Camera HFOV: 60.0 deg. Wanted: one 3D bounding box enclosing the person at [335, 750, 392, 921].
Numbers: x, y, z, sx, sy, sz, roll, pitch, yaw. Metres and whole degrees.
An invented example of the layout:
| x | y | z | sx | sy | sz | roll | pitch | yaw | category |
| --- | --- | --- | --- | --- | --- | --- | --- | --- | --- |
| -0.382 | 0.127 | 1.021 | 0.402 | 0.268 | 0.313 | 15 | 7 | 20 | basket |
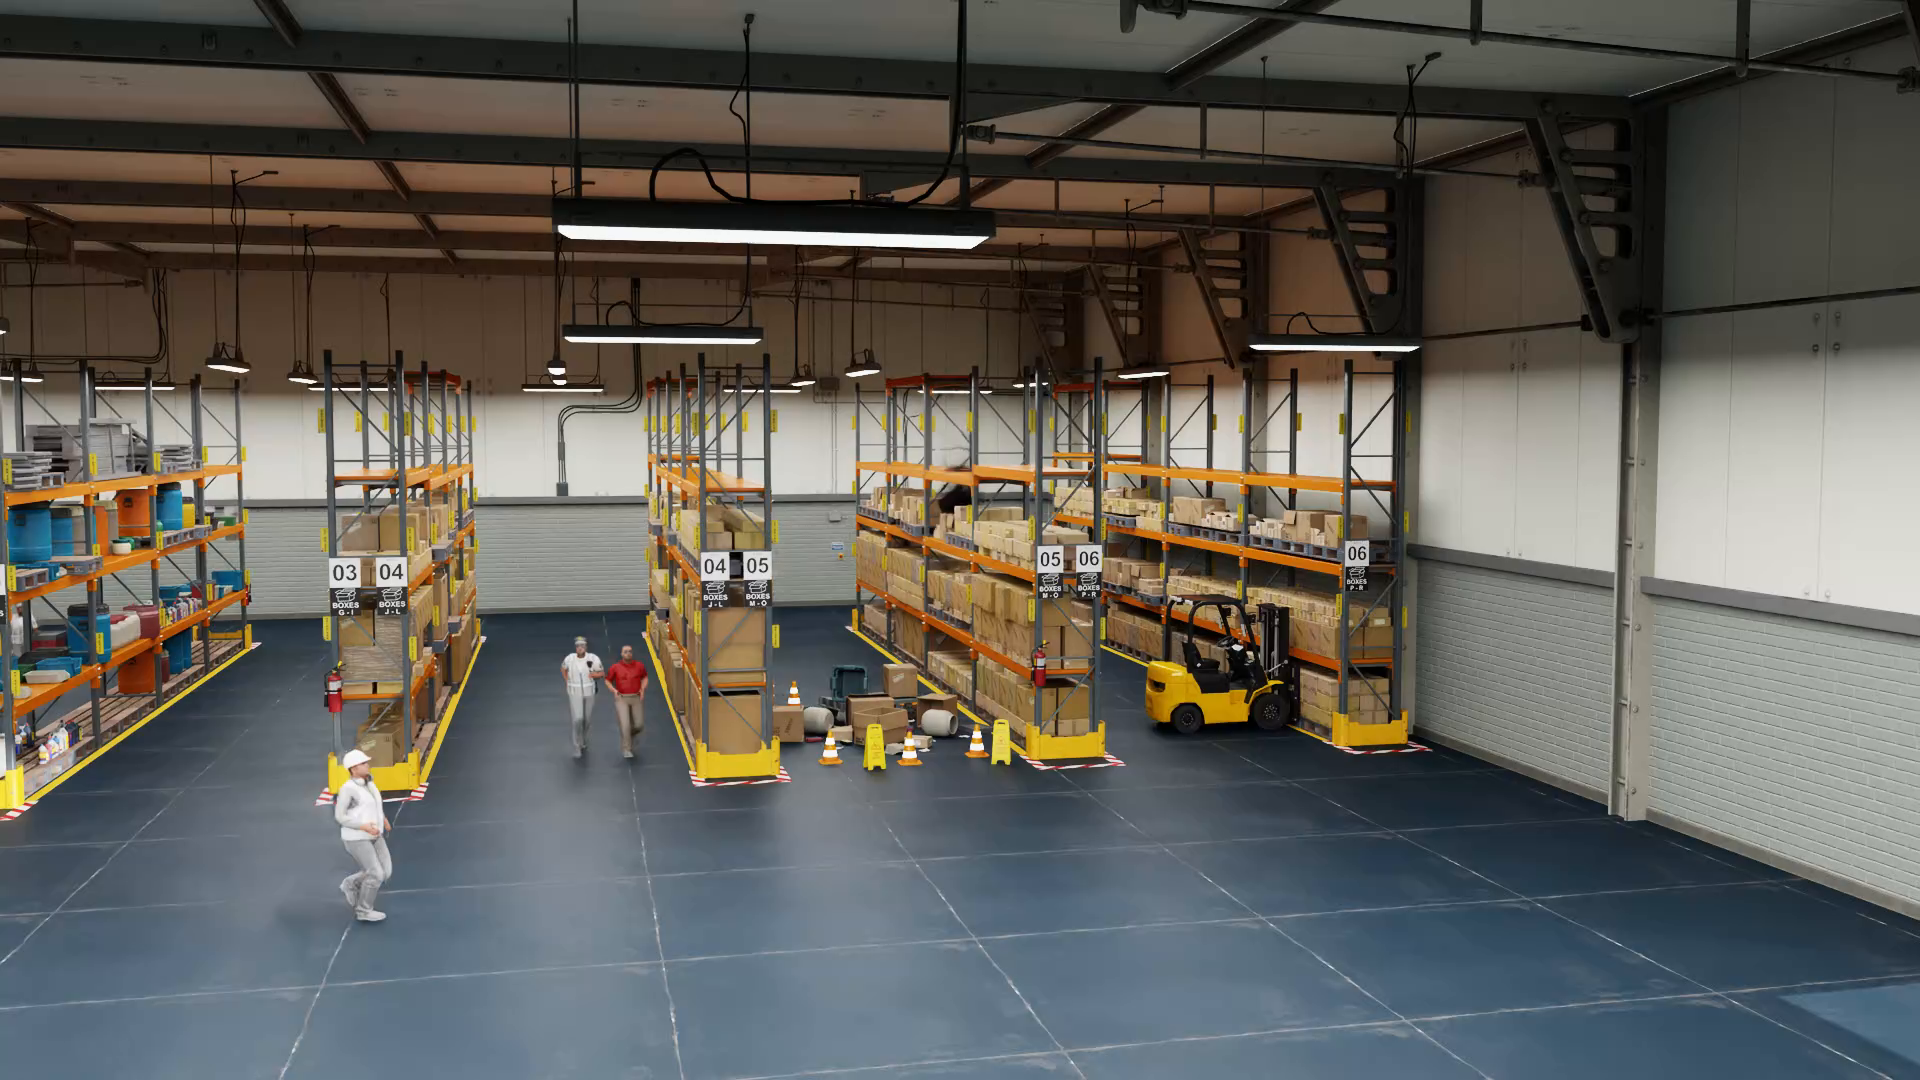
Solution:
| x | y | z | sx | sy | sz | roll | pitch | yaw | category |
| --- | --- | --- | --- | --- | --- | --- | --- | --- | --- |
| -6.028 | 2.974 | 16.758 | 0.609 | 1.722 | 0.657 | 1 | 4 | 10 | person |

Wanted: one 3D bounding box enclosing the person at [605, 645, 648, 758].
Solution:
| x | y | z | sx | sy | sz | roll | pitch | yaw | category |
| --- | --- | --- | --- | --- | --- | --- | --- | --- | --- |
| -4.998 | 2.420 | 25.041 | 0.661 | 1.673 | 0.565 | -1 | 4 | -21 | person |

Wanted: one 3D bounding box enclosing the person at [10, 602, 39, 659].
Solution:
| x | y | z | sx | sy | sz | roll | pitch | yaw | category |
| --- | --- | --- | --- | --- | --- | --- | --- | --- | --- |
| -17.932 | 1.976 | 31.769 | 0.563 | 1.661 | 0.560 | -2 | 4 | -25 | person |

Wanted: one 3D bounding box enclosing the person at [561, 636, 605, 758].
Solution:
| x | y | z | sx | sy | sz | roll | pitch | yaw | category |
| --- | --- | --- | --- | --- | --- | --- | --- | --- | --- |
| -5.723 | 2.377 | 25.300 | 0.626 | 1.863 | 0.800 | -1 | 4 | -17 | person |
